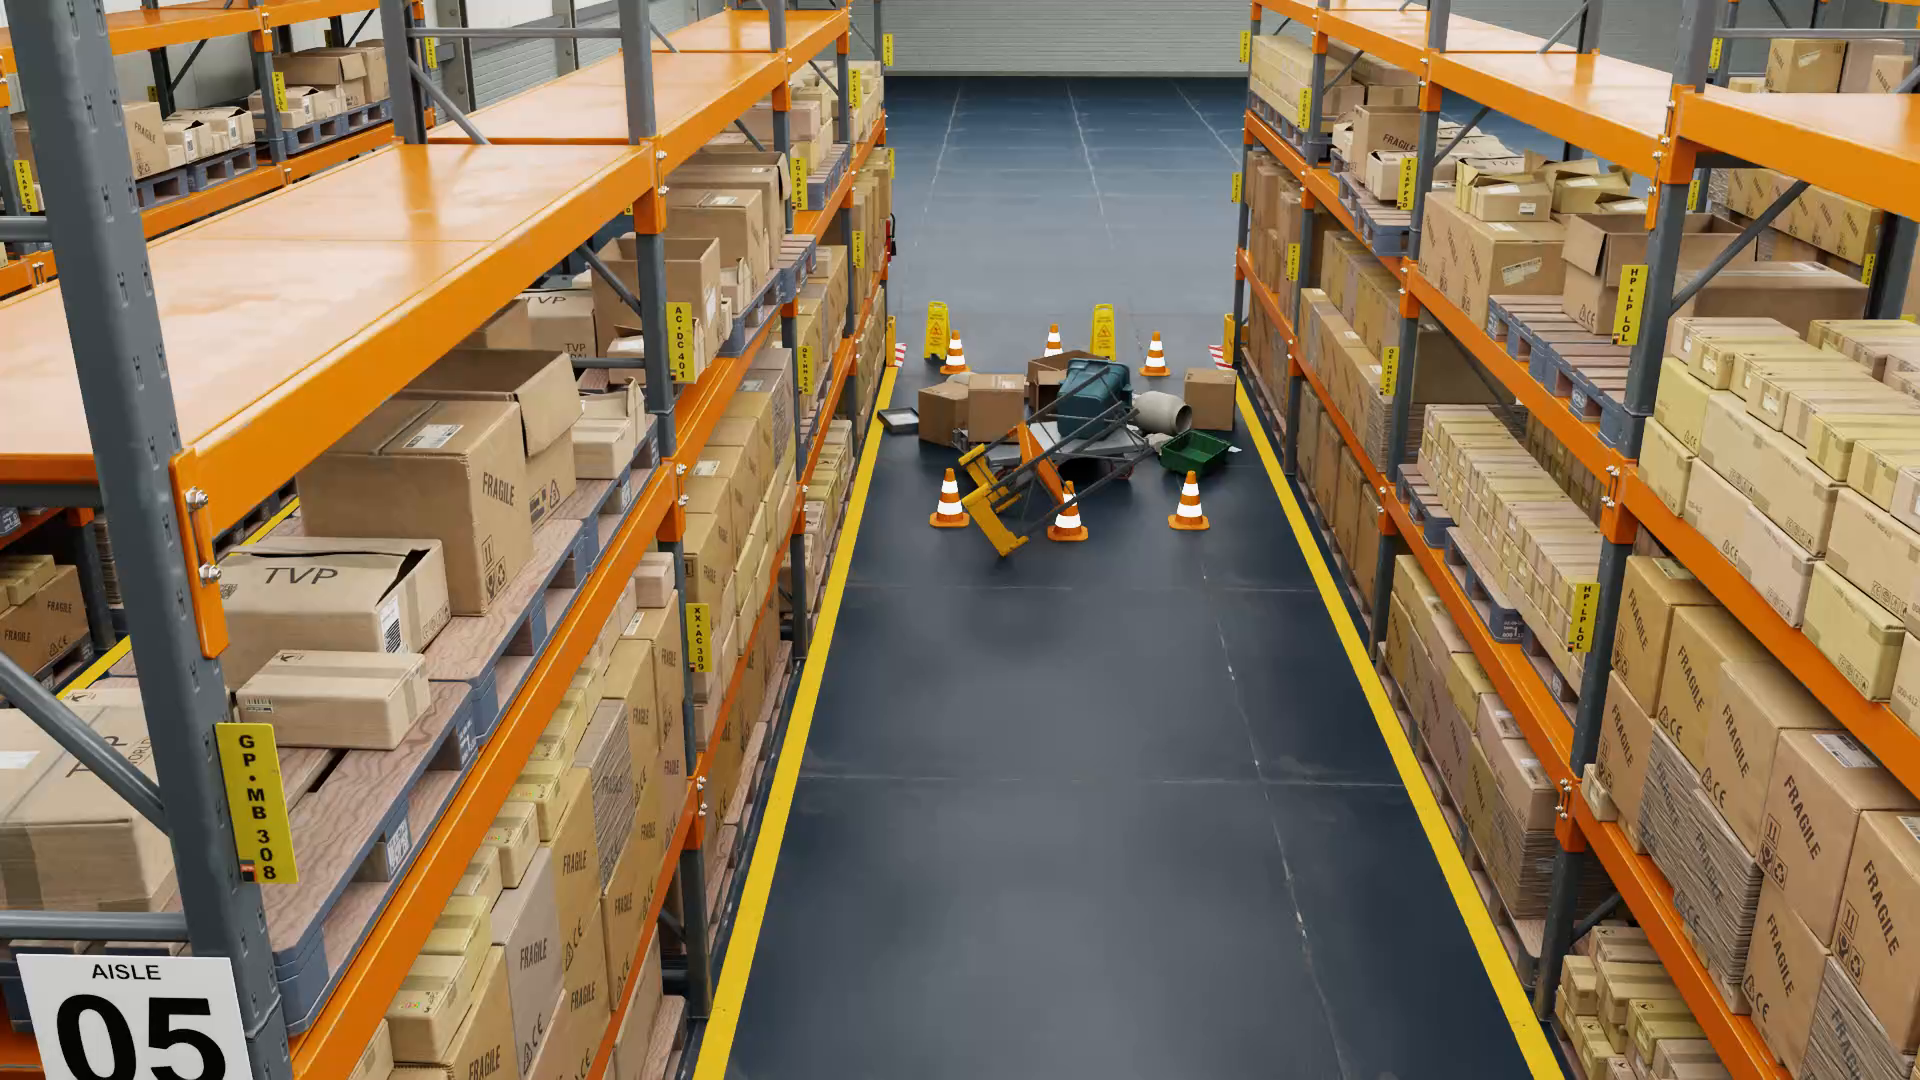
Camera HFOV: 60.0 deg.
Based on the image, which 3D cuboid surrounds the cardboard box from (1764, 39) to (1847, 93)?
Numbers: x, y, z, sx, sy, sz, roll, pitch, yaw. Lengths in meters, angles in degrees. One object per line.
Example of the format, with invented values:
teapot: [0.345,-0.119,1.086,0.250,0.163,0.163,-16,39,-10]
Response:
cardboard box: [8.261,-4.649,16.270,0.500,0.500,0.500,1,21,1]

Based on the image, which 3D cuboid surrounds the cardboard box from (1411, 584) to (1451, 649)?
cardboard box: [3.100,0.485,10.263,0.500,0.250,0.500,0,21,1]

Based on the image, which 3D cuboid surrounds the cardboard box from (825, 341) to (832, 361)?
cardboard box: [-1.236,-1.550,13.436,0.380,0.149,0.250,1,21,2]

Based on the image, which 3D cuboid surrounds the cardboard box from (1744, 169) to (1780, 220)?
cardboard box: [8.251,-3.460,16.661,0.500,0.500,0.500,1,21,2]

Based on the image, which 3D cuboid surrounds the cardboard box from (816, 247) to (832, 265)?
cardboard box: [-1.247,-2.294,13.560,0.380,0.149,0.250,0,21,0]

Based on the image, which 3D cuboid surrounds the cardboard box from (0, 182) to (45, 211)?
cardboard box: [-6.220,-2.290,11.036,0.380,0.166,0.250,1,21,2]

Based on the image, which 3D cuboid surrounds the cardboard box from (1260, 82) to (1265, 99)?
cardboard box: [3.269,-4.586,16.977,0.380,0.149,0.250,1,21,2]

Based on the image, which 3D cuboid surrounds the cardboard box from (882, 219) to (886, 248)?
cardboard box: [-1.070,-3.461,18.046,0.500,0.500,0.500,0,21,1]

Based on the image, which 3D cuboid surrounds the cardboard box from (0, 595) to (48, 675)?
cardboard box: [-6.357,0.670,10.824,0.500,0.500,0.500,0,21,1]

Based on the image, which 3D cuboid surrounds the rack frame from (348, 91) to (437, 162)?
rack frame: [-6.290,-3.528,18.769,1.000,3.000,0.127,1,21,2]

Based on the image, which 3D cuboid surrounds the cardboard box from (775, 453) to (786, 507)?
cardboard box: [-1.345,-0.382,10.177,0.500,0.250,0.500,0,21,0]

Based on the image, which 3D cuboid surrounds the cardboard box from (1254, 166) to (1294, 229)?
cardboard box: [3.495,-3.496,16.985,0.875,0.550,0.550,1,21,2]

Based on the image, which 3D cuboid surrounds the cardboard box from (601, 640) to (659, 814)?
cardboard box: [-1.456,0.708,6.330,0.500,0.500,0.500,0,21,1]

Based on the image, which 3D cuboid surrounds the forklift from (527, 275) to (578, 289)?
forklift: [-3.170,-0.745,11.691,1.130,2.935,3.031,1,21,2]

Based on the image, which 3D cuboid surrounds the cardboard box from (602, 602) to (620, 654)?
cardboard box: [-1.519,0.348,6.363,0.380,0.149,0.250,1,21,2]

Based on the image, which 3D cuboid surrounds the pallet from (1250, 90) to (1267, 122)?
pallet: [3.610,-4.546,17.367,1.003,0.211,1.213,1,21,2]

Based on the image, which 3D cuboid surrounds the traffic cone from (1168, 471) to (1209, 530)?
traffic cone: [1.950,-0.360,14.110,0.336,0.463,0.334,1,21,2]

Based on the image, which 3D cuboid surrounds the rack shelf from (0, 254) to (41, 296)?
rack shelf: [-6.595,-0.976,9.038,1.077,0.370,4.000,1,21,2]

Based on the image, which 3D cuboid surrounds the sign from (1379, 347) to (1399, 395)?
sign: [2.824,-1.109,10.934,0.100,0.325,0.005,1,21,2]

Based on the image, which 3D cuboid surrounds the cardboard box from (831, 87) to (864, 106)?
cardboard box: [-1.084,-4.077,15.280,0.380,0.149,0.250,0,21,1]

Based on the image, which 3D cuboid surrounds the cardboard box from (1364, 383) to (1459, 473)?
cardboard box: [3.124,-0.777,11.540,0.500,0.500,0.500,1,21,2]

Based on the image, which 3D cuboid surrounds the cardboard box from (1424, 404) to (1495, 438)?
cardboard box: [3.171,-0.754,10.563,0.380,0.149,0.250,1,21,2]

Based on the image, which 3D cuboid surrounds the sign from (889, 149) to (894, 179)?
sign: [-0.775,-4.149,18.331,0.100,0.325,0.005,1,21,2]

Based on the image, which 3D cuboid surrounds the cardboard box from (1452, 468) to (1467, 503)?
cardboard box: [3.145,-0.324,9.865,0.380,0.149,0.250,1,21,2]

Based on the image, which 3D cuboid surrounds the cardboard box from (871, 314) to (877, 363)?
cardboard box: [-1.127,-2.075,17.207,0.500,0.500,0.500,0,21,0]

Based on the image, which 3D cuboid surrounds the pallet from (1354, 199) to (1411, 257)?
pallet: [3.345,-2.108,11.224,1.213,0.211,1.003,2,21,4]

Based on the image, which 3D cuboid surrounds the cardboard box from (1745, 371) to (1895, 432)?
cardboard box: [2.960,-0.480,5.732,0.380,0.149,0.250,0,21,0]

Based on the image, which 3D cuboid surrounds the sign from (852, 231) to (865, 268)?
sign: [-0.896,-2.564,14.682,0.100,0.325,0.005,1,21,2]

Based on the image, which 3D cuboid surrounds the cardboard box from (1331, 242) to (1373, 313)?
cardboard box: [3.477,-2.158,13.717,0.700,0.500,0.500,0,21,1]

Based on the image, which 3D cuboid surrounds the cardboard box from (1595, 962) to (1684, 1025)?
cardboard box: [2.972,1.959,7.165,0.380,0.149,0.250,2,21,4]

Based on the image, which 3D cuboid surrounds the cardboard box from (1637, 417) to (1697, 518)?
cardboard box: [2.979,-0.282,6.464,0.500,0.250,0.500,2,21,4]

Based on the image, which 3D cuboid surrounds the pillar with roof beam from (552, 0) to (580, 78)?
pillar with roof beam: [-2.544,-10.375,28.121,9.100,9.000,0.400,1,21,2]

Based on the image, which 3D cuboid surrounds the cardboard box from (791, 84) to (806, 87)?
cardboard box: [-1.643,-4.176,15.536,0.380,0.149,0.250,0,21,1]

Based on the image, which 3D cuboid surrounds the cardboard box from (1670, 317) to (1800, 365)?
cardboard box: [3.006,-0.763,6.461,0.380,0.149,0.250,0,21,1]

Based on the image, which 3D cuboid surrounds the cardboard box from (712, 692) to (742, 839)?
cardboard box: [-1.735,1.107,9.180,0.875,0.875,0.875,1,21,3]

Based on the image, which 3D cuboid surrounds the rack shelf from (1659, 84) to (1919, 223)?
rack shelf: [3.196,-0.855,4.585,1.077,0.370,4.000,1,21,2]

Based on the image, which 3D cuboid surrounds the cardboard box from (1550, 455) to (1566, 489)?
cardboard box: [3.807,-0.407,10.079,0.380,0.149,0.250,1,21,3]

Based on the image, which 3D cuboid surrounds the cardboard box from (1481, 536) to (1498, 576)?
cardboard box: [3.116,0.090,9.211,0.380,0.149,0.250,0,21,0]

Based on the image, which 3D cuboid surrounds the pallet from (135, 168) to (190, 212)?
pallet: [-6.571,-2.597,12.483,1.003,0.211,1.213,2,21,4]

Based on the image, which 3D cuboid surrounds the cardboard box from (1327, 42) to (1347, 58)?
cardboard box: [3.928,-4.950,16.814,0.380,0.149,0.250,1,21,3]

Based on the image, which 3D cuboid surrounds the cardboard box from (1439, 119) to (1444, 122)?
cardboard box: [3.639,-3.325,13.586,0.500,0.250,0.500,1,21,2]

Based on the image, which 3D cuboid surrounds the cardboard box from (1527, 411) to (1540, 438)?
cardboard box: [3.822,-0.738,10.523,0.380,0.149,0.250,0,21,0]

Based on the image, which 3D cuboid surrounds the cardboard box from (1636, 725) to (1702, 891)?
cardboard box: [2.982,1.052,6.416,0.500,0.500,0.500,1,21,2]

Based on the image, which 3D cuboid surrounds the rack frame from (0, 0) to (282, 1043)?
rack frame: [-1.816,-0.487,2.637,1.000,3.000,0.127,1,21,2]

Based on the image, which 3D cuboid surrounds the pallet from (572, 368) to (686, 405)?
pallet: [-1.715,-0.777,7.797,0.805,0.209,1.217,0,21,-1]

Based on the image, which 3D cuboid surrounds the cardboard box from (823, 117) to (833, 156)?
cardboard box: [-1.324,-3.340,13.764,0.500,0.250,0.500,0,21,1]

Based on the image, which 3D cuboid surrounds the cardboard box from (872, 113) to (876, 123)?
cardboard box: [-1.077,-4.438,17.315,0.380,0.149,0.250,1,21,3]

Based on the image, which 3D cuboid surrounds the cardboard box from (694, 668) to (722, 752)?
cardboard box: [-1.417,0.777,7.879,0.500,0.250,0.500,0,21,0]

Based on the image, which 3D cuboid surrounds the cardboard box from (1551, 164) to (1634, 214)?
cardboard box: [3.625,-2.032,9.569,0.396,0.266,0.258,1,21,2]

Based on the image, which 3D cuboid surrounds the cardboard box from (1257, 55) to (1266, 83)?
cardboard box: [3.336,-4.811,17.007,0.500,0.250,0.500,0,21,1]

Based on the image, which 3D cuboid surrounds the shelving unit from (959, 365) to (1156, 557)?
shelving unit: [0.783,-0.681,13.714,1.500,0.587,1.083,-33,19,11]

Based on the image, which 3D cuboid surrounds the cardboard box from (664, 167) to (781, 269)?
cardboard box: [-1.412,-1.863,9.612,0.700,0.500,0.500,0,21,-1]

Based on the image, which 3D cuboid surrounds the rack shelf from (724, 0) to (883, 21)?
rack shelf: [-1.390,-5.212,15.814,1.077,0.370,4.000,1,21,2]

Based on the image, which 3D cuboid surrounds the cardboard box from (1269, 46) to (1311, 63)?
cardboard box: [3.254,-4.776,16.364,0.380,0.149,0.250,0,21,1]
